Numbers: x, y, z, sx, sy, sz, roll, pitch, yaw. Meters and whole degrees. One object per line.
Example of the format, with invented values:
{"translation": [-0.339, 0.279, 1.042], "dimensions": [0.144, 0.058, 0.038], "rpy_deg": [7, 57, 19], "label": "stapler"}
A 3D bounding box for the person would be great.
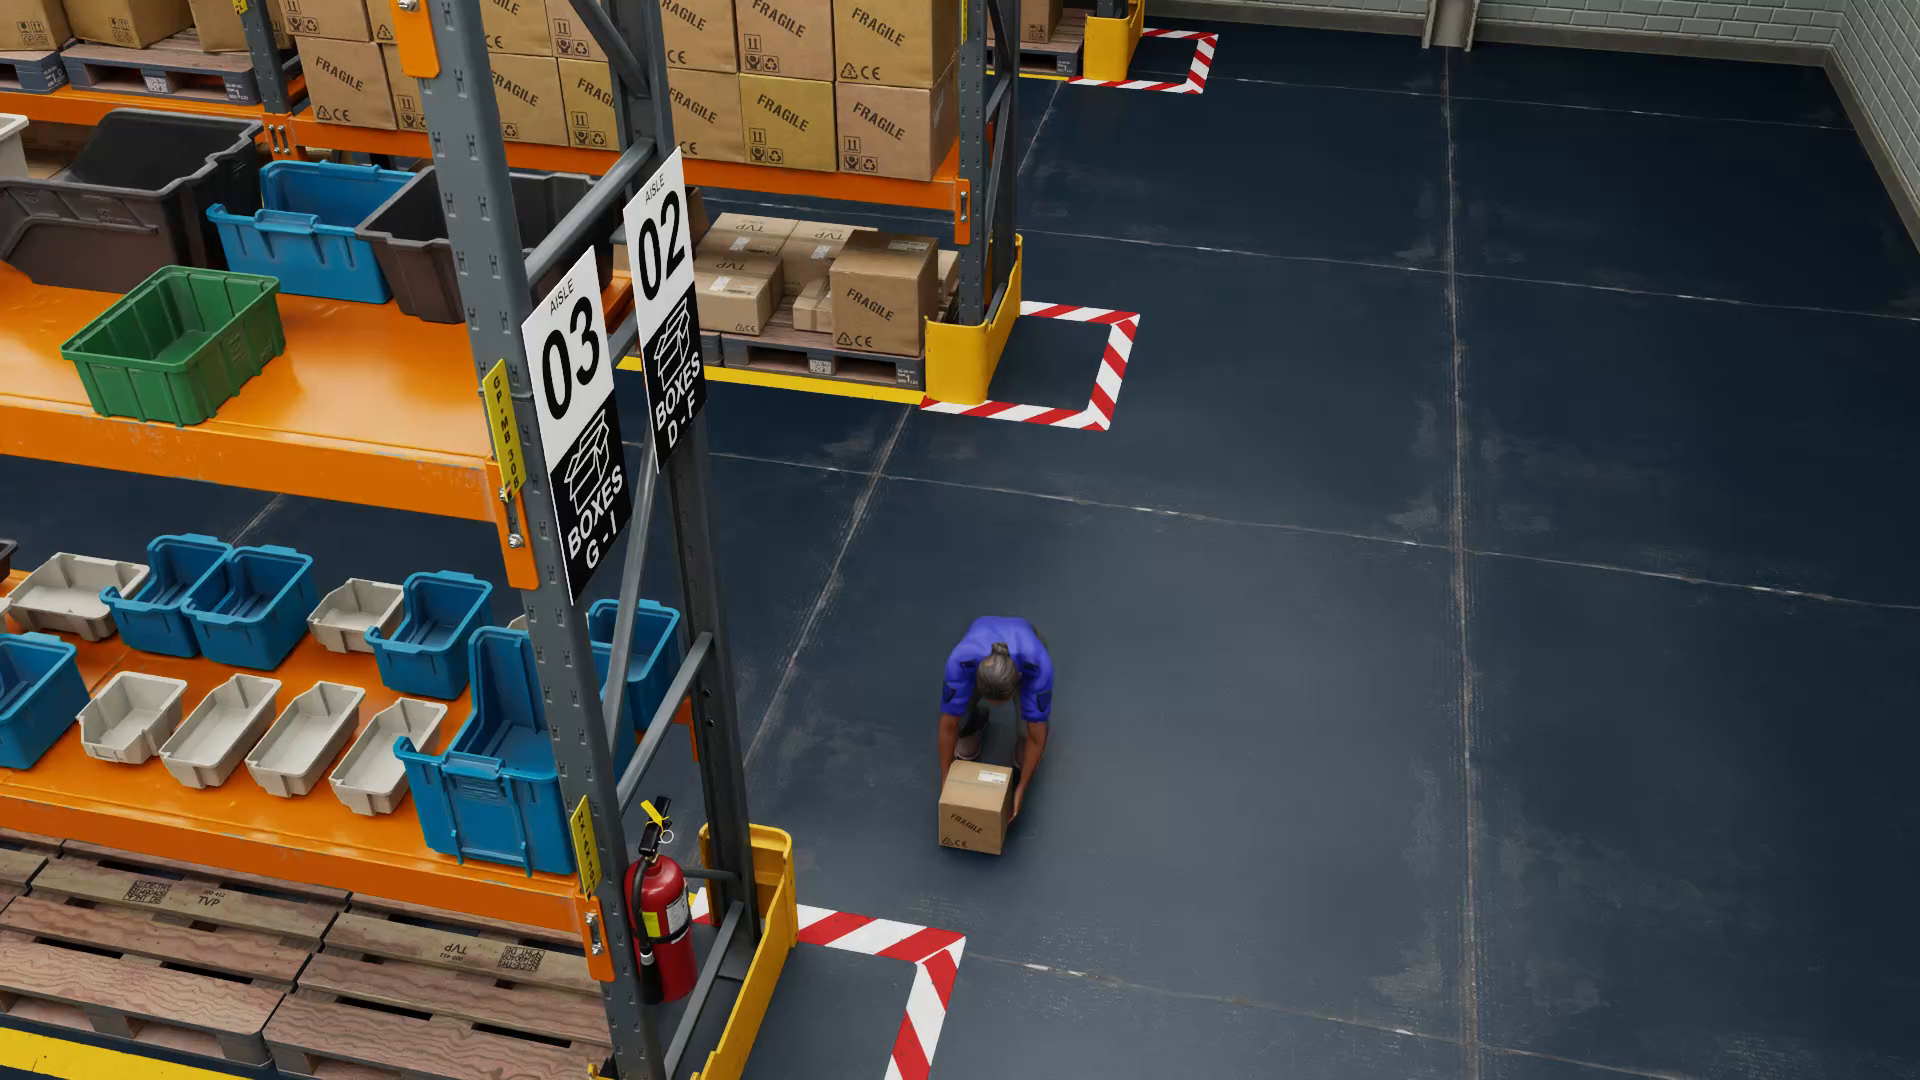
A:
{"translation": [0.156, 0.626, 6.805], "dimensions": [0.480, 0.860, 0.821], "rpy_deg": [7, 37, 10], "label": "person"}
